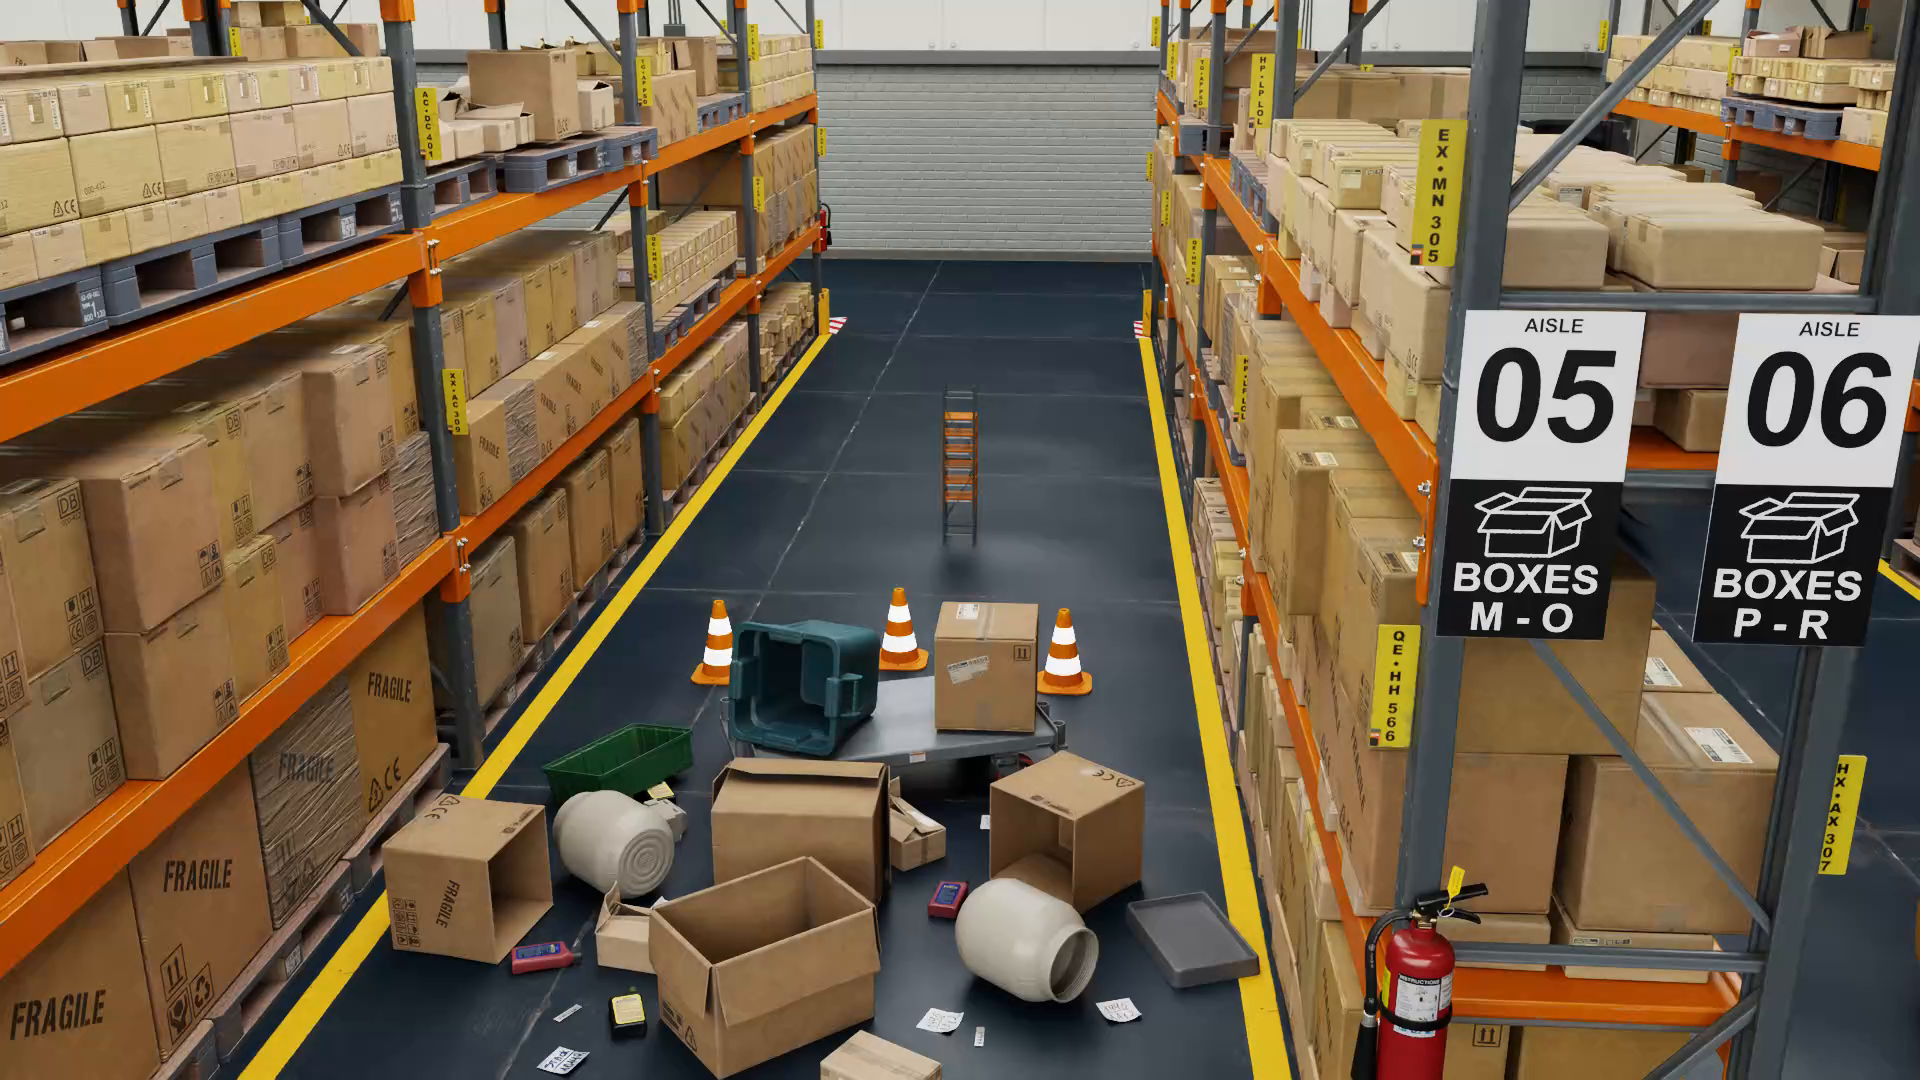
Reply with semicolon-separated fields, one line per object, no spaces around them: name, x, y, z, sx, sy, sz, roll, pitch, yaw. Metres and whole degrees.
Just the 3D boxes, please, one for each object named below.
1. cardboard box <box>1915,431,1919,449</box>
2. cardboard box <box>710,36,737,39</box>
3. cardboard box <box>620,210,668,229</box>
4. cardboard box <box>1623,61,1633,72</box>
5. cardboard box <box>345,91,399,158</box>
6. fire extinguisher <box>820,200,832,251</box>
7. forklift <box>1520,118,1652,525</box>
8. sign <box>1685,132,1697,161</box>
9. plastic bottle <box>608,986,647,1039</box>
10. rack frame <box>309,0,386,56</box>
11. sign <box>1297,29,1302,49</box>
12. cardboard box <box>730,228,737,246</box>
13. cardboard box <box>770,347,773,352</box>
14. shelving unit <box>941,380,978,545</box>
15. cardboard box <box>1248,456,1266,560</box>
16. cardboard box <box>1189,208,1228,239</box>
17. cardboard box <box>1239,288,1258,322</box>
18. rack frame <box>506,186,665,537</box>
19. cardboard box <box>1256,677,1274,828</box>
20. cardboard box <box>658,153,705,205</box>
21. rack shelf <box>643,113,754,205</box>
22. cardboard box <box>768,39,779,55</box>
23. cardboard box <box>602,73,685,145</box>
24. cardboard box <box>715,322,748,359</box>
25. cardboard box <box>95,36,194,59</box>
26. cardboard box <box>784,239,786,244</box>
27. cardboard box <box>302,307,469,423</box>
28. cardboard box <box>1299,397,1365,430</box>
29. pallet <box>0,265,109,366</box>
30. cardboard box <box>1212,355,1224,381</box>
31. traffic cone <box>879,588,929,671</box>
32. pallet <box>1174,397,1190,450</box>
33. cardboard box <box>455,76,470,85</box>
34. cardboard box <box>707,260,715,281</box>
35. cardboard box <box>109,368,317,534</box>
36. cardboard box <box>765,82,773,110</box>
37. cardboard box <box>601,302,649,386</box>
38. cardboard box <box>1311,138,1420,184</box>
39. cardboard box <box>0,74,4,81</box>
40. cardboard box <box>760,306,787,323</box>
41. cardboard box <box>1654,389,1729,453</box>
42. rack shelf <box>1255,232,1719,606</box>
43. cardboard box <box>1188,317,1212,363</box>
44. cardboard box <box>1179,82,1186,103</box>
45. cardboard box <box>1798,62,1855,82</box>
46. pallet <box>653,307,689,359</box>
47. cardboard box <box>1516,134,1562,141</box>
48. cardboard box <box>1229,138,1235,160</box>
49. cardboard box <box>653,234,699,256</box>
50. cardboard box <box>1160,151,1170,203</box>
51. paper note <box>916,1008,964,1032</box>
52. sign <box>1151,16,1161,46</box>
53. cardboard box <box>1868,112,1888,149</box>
cardboard box;6.938;-0.771;12.256;0.380;0.149;0.250;0;18;1
cardboard box;-2.477;-5.332;17.857;0.380;0.149;0.250;2;18;5
cardboard box;-2.940;-2.974;15.455;0.380;0.149;0.250;2;18;7
cardboard box;7.409;-4.982;17.756;0.500;0.250;0.500;2;18;5
cardboard box;-2.806;-1.822;7.278;0.500;0.250;0.500;1;18;3
fire extinguisher;-1.688;-3.819;19.984;0.296;0.674;0.183;1;18;4
forklift;4.777;-1.771;13.120;1.130;2.935;3.031;1;18;4
sign;8.281;-4.458;18.845;0.100;0.325;0.005;1;18;4
plastic bottle;-1.325;1.872;6.611;0.133;0.061;0.283;-5;19;-15
rack frame;-7.107;-6.958;19.206;1.000;3.000;0.127;1;18;4
sign;3.033;-4.455;15.050;0.100;0.325;0.005;1;18;4
cardboard box;-2.285;-2.816;15.452;0.380;0.149;0.250;2;18;6
cardboard box;-2.153;-1.915;17.353;0.380;0.149;0.250;1;18;3
shelving unit;-0.001;-0.566;12.222;0.258;1.200;0.189;1;18;4
cardboard box;1.608;-0.218;7.631;0.500;0.500;0.500;1;18;4
cardboard box;2.009;-2.250;12.706;0.500;0.500;0.500;2;18;5
cardboard box;1.758;-1.304;9.232;0.380;0.149;0.250;1;18;2
rack frame;-2.740;-1.481;12.124;1.000;3.000;0.127;1;18;4
cardboard box;1.579;0.935;7.288;0.500;0.500;0.500;2;18;6
cardboard box;-2.689;-3.539;16.162;0.500;0.500;0.500;1;18;2
rack shelf;-2.597;-3.185;13.665;1.077;0.370;4.000;1;18;4
cardboard box;-2.049;-4.996;16.834;0.380;0.149;0.250;2;18;7
cardboard box;-2.405;-3.280;12.639;0.500;0.500;0.500;1;18;4
cardboard box;-2.255;-1.854;15.399;0.500;0.250;0.500;1;18;2
cardboard box;-7.425;-4.357;15.251;0.700;0.500;0.500;2;18;5
cardboard box;-2.091;-3.257;17.950;0.380;0.149;0.250;2;18;5
cardboard box;-2.997;-0.915;8.633;0.700;0.500;0.500;1;18;3
cardboard box;1.602;-0.214;6.014;0.700;0.500;0.500;1;18;4
pallet;-3.271;-0.610;4.792;1.003;0.211;1.213;1;18;4
cardboard box;1.836;-1.129;10.780;0.380;0.149;0.250;1;18;4
traffic cone;-0.367;0.518;10.100;0.336;0.463;0.334;1;18;4
pallet;2.511;-1.077;15.372;1.003;0.211;1.213;1;18;4
cardboard box;-3.011;-2.891;10.919;0.500;0.311;0.500;1;18;4
cardboard box;-2.355;-2.353;14.515;0.380;0.149;0.250;1;18;2
cardboard box;-3.187;-0.371;6.762;0.875;0.550;0.550;1;18;4
cardboard box;-2.130;-4.371;16.368;0.500;0.250;0.500;1;18;3
cardboard box;-2.505;-1.382;11.663;0.500;0.500;0.500;1;18;4
cardboard box;1.539;-1.431;6.279;0.380;0.149;0.250;1;18;2
cardboard box;-3.519;-1.514;5.696;0.380;0.149;0.250;1;18;4
cardboard box;-2.085;-2.438;17.993;0.380;0.149;0.250;1;18;4
cardboard box;1.979;-0.319;4.164;0.380;0.149;0.250;1;18;4
rack shelf;1.774;-0.622;5.841;1.077;0.370;4.000;1;18;4
cardboard box;1.982;-1.493;12.403;0.500;0.250;0.500;1;18;2
cardboard box;2.051;-3.773;14.003;0.380;0.166;0.250;0;18;0
cardboard box;6.960;-3.744;13.305;0.380;0.149;0.250;1;18;4
pallet;-2.795;-1.613;12.837;1.213;0.211;1.003;1;18;4
cardboard box;2.175;-1.496;6.477;0.380;0.149;0.250;2;18;6
cardboard box;2.012;-2.613;11.168;0.380;0.149;0.250;1;18;4
cardboard box;-2.400;-2.468;13.912;0.380;0.149;0.250;1;18;3
cardboard box;2.365;-3.790;17.407;0.500;0.500;0.500;1;18;4
paper note;-0.076;1.901;6.591;0.148;0.019;0.142;8;20;23
sign;2.225;-5.779;18.893;0.100;0.325;0.005;1;18;4
cardboard box;6.985;-2.967;12.084;0.500;0.250;0.500;1;18;4
